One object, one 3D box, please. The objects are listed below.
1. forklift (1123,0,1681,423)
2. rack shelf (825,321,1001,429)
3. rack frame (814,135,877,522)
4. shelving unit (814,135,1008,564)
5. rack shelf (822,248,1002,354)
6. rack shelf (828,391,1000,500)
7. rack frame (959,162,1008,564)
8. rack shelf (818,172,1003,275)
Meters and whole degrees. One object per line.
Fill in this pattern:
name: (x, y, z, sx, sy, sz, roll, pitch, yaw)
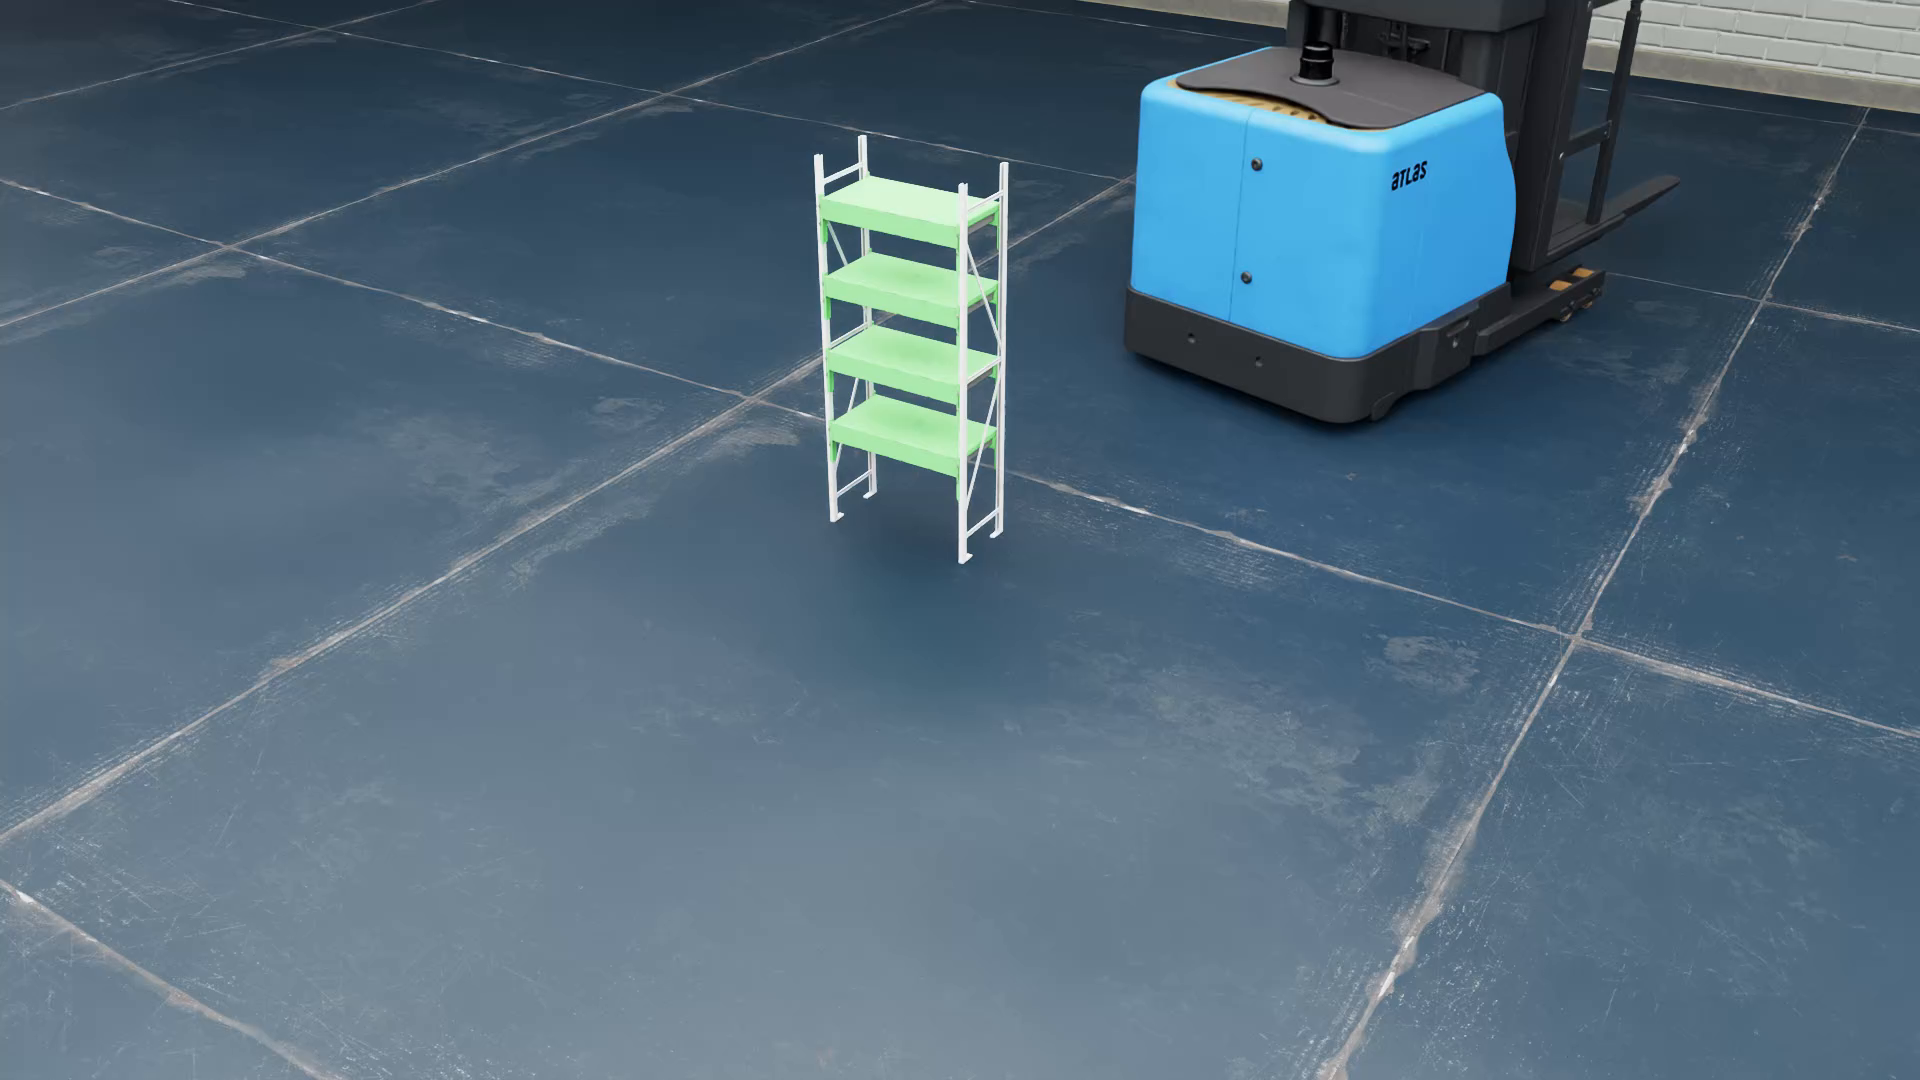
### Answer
forklift: (2.023, -2.317, 6.313, 1.130, 2.935, 3.031, 26, 39, 37)
rack shelf: (-0.140, -0.507, 5.056, 0.480, 0.148, 0.258, 18, 35, 27)
rack frame: (-0.347, -0.628, 5.136, 0.015, 1.200, 0.240, 18, 35, 27)
shelving unit: (-0.140, -0.563, 5.024, 0.503, 1.200, 0.258, 18, 35, 27)
rack shelf: (-0.140, -0.715, 4.935, 0.480, 0.148, 0.258, 18, 35, 27)
rack shelf: (-0.140, -0.300, 5.177, 0.480, 0.148, 0.258, 18, 35, 27)
rack frame: (0.066, -0.497, 4.912, 0.015, 1.200, 0.240, 18, 35, 27)
rack shelf: (-0.140, -0.922, 4.814, 0.480, 0.148, 0.258, 18, 35, 27)
